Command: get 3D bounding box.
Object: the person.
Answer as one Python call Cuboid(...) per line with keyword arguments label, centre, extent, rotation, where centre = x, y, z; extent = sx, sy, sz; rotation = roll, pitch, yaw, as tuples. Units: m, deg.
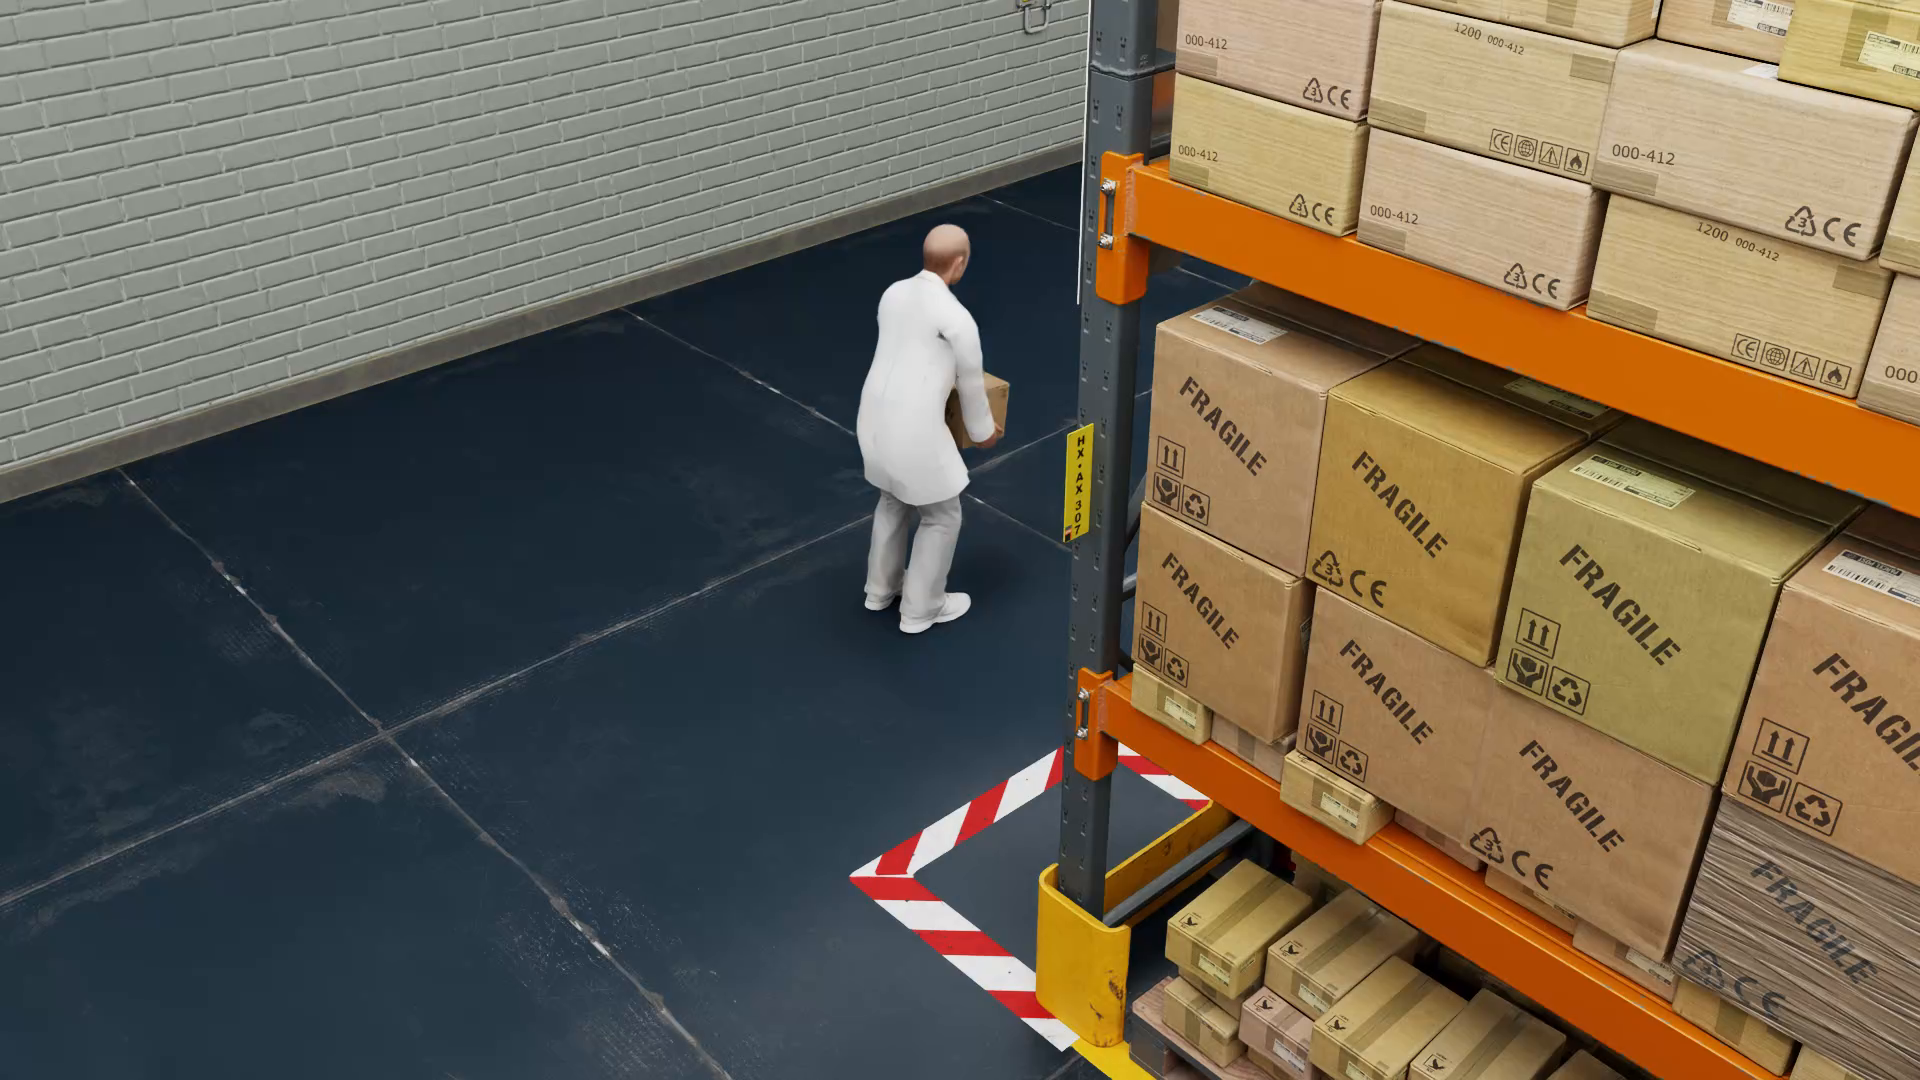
Cuboid(label="person", centre=(-0.131, -0.466, 6.976), extent=(0.618, 1.720, 0.541), rotation=(-27, 40, -36))
